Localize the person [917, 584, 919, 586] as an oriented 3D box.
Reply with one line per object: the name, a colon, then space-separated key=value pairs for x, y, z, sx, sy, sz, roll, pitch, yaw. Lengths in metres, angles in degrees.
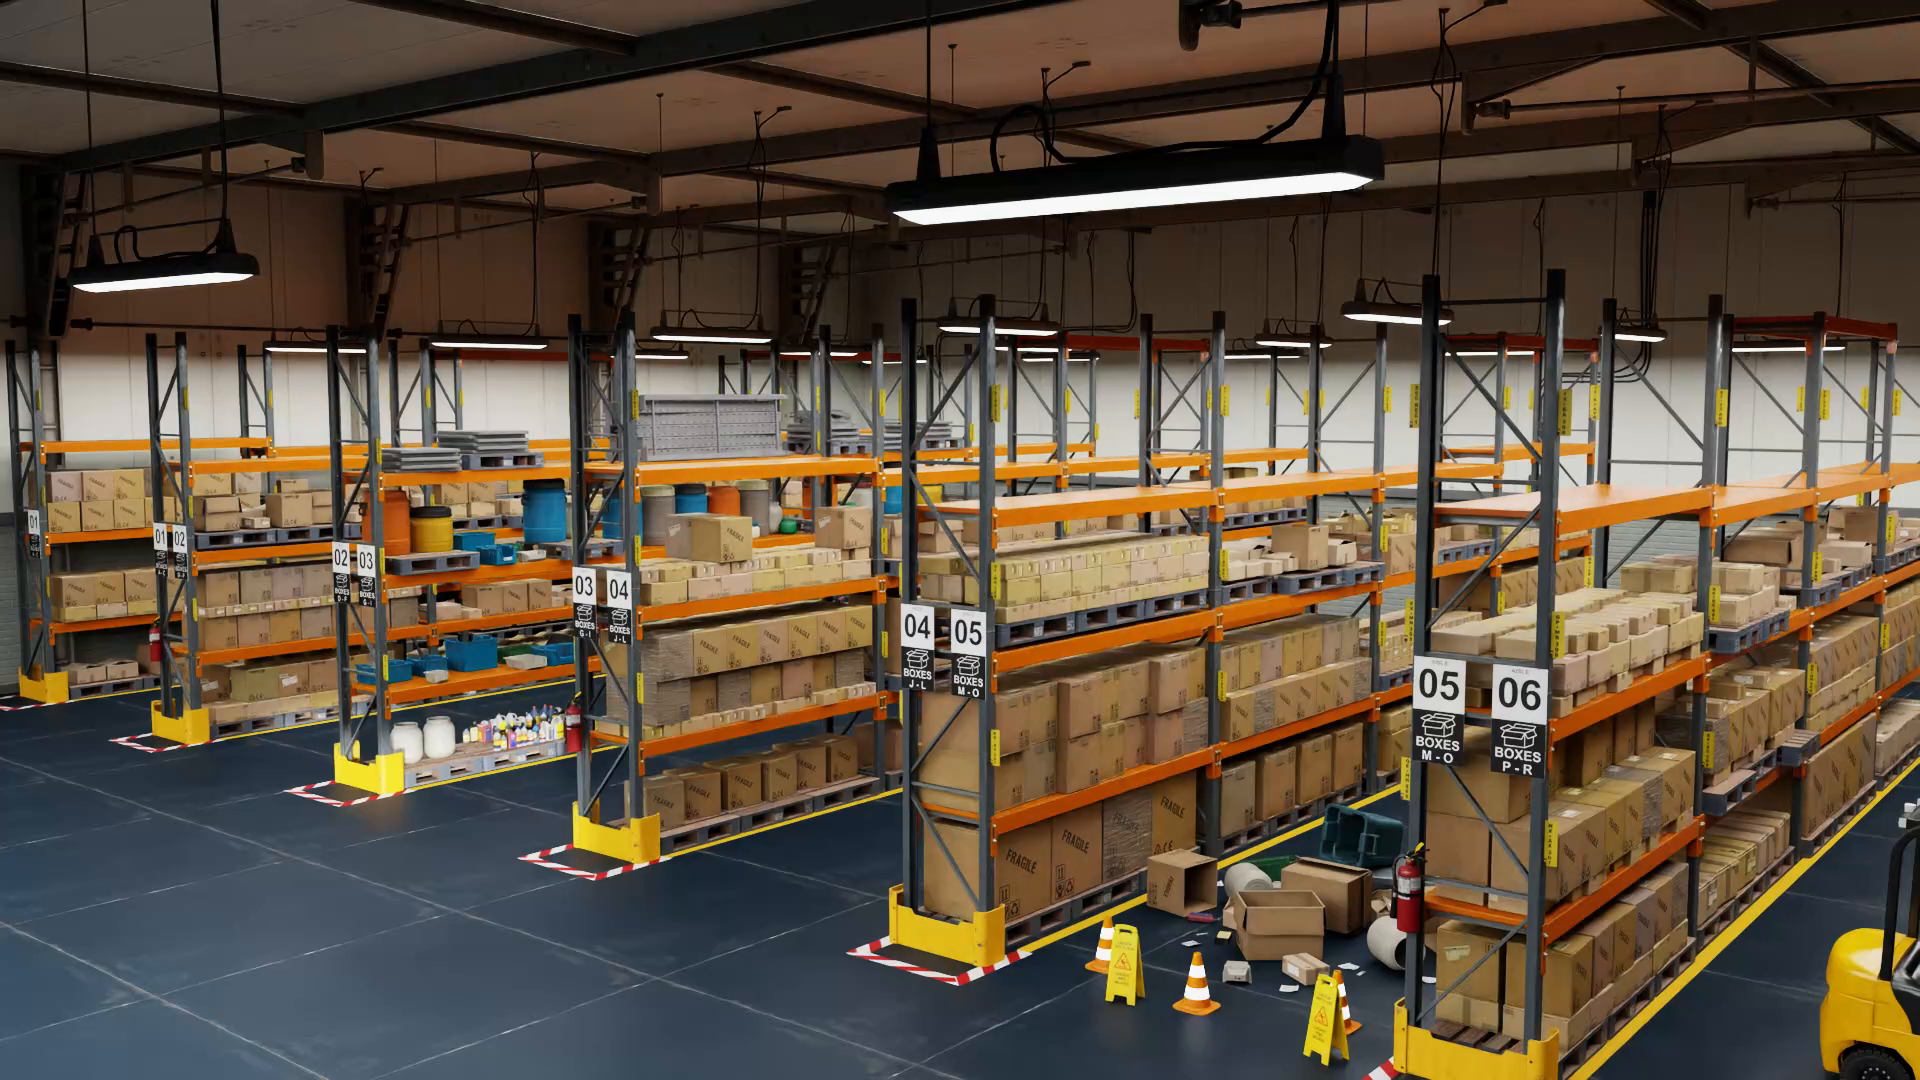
person: x=-0.984 y=1.378 z=32.936 sx=0.502 sy=1.587 sz=1.061 roll=4 pitch=6 yaw=35
